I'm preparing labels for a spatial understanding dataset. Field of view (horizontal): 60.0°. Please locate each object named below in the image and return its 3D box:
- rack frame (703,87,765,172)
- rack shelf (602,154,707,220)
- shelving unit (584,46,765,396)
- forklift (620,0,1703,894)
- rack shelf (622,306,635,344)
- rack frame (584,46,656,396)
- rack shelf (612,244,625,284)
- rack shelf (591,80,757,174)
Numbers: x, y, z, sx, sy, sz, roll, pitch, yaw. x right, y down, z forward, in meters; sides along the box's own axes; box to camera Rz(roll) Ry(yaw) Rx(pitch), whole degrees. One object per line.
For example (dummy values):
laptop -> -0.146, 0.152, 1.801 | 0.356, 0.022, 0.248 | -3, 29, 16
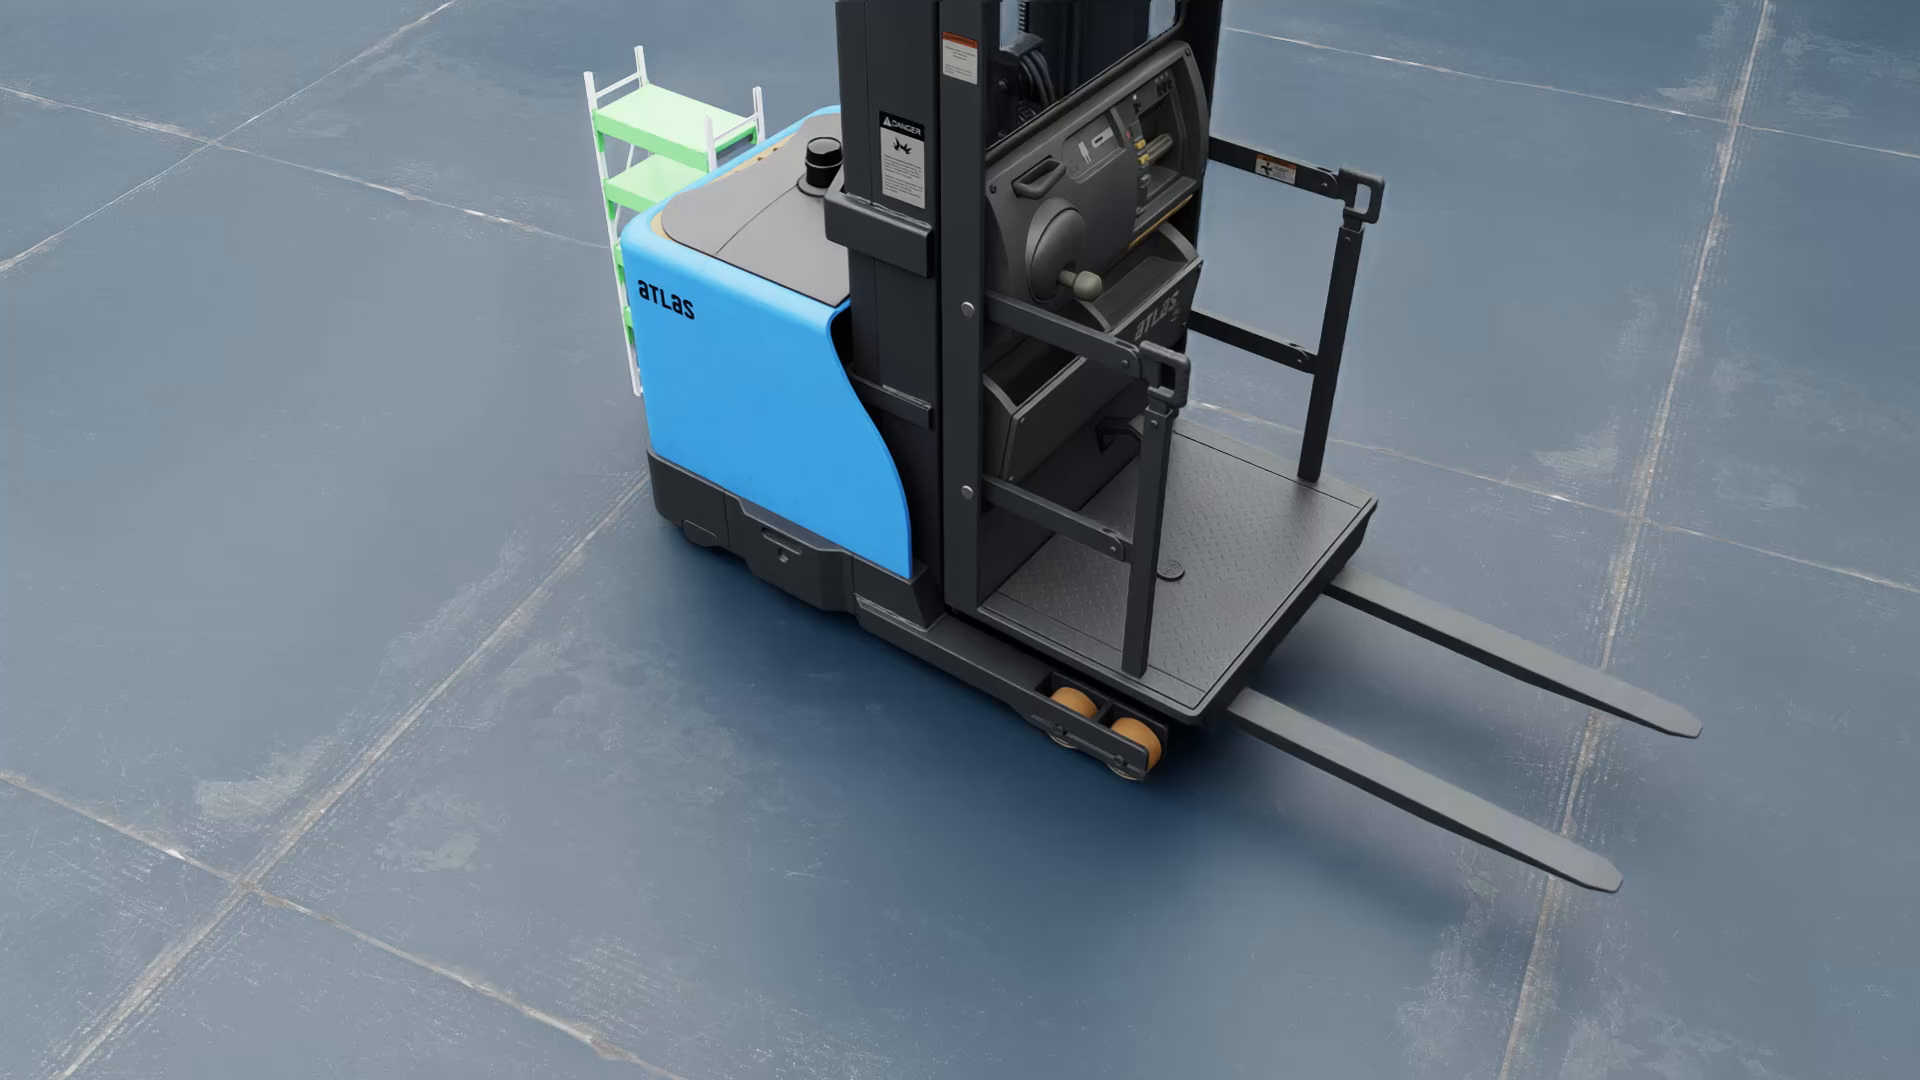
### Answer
rack frame -> -0.672, -0.838, 5.301 | 0.015, 1.200, 0.240 | 25, 47, 26
rack shelf -> -0.870, -1.065, 5.294 | 0.480, 0.148, 0.258 | 25, 47, 26
shelving unit -> -0.870, -0.932, 5.409 | 0.503, 1.200, 0.258 | 25, 47, 26
forklift -> 0.525, -0.859, 4.004 | 3.031, 2.935, 1.130 | 25, 47, 26
rack shelf -> -0.870, -0.702, 5.608 | 0.480, 0.148, 0.258 | 25, 47, 26
rack frame -> -1.067, -1.026, 5.517 | 0.015, 1.200, 0.240 | 25, 47, 26
rack shelf -> -0.870, -0.884, 5.451 | 0.480, 0.148, 0.258 | 25, 47, 26
rack shelf -> -0.870, -1.246, 5.137 | 0.480, 0.148, 0.258 | 25, 47, 26
